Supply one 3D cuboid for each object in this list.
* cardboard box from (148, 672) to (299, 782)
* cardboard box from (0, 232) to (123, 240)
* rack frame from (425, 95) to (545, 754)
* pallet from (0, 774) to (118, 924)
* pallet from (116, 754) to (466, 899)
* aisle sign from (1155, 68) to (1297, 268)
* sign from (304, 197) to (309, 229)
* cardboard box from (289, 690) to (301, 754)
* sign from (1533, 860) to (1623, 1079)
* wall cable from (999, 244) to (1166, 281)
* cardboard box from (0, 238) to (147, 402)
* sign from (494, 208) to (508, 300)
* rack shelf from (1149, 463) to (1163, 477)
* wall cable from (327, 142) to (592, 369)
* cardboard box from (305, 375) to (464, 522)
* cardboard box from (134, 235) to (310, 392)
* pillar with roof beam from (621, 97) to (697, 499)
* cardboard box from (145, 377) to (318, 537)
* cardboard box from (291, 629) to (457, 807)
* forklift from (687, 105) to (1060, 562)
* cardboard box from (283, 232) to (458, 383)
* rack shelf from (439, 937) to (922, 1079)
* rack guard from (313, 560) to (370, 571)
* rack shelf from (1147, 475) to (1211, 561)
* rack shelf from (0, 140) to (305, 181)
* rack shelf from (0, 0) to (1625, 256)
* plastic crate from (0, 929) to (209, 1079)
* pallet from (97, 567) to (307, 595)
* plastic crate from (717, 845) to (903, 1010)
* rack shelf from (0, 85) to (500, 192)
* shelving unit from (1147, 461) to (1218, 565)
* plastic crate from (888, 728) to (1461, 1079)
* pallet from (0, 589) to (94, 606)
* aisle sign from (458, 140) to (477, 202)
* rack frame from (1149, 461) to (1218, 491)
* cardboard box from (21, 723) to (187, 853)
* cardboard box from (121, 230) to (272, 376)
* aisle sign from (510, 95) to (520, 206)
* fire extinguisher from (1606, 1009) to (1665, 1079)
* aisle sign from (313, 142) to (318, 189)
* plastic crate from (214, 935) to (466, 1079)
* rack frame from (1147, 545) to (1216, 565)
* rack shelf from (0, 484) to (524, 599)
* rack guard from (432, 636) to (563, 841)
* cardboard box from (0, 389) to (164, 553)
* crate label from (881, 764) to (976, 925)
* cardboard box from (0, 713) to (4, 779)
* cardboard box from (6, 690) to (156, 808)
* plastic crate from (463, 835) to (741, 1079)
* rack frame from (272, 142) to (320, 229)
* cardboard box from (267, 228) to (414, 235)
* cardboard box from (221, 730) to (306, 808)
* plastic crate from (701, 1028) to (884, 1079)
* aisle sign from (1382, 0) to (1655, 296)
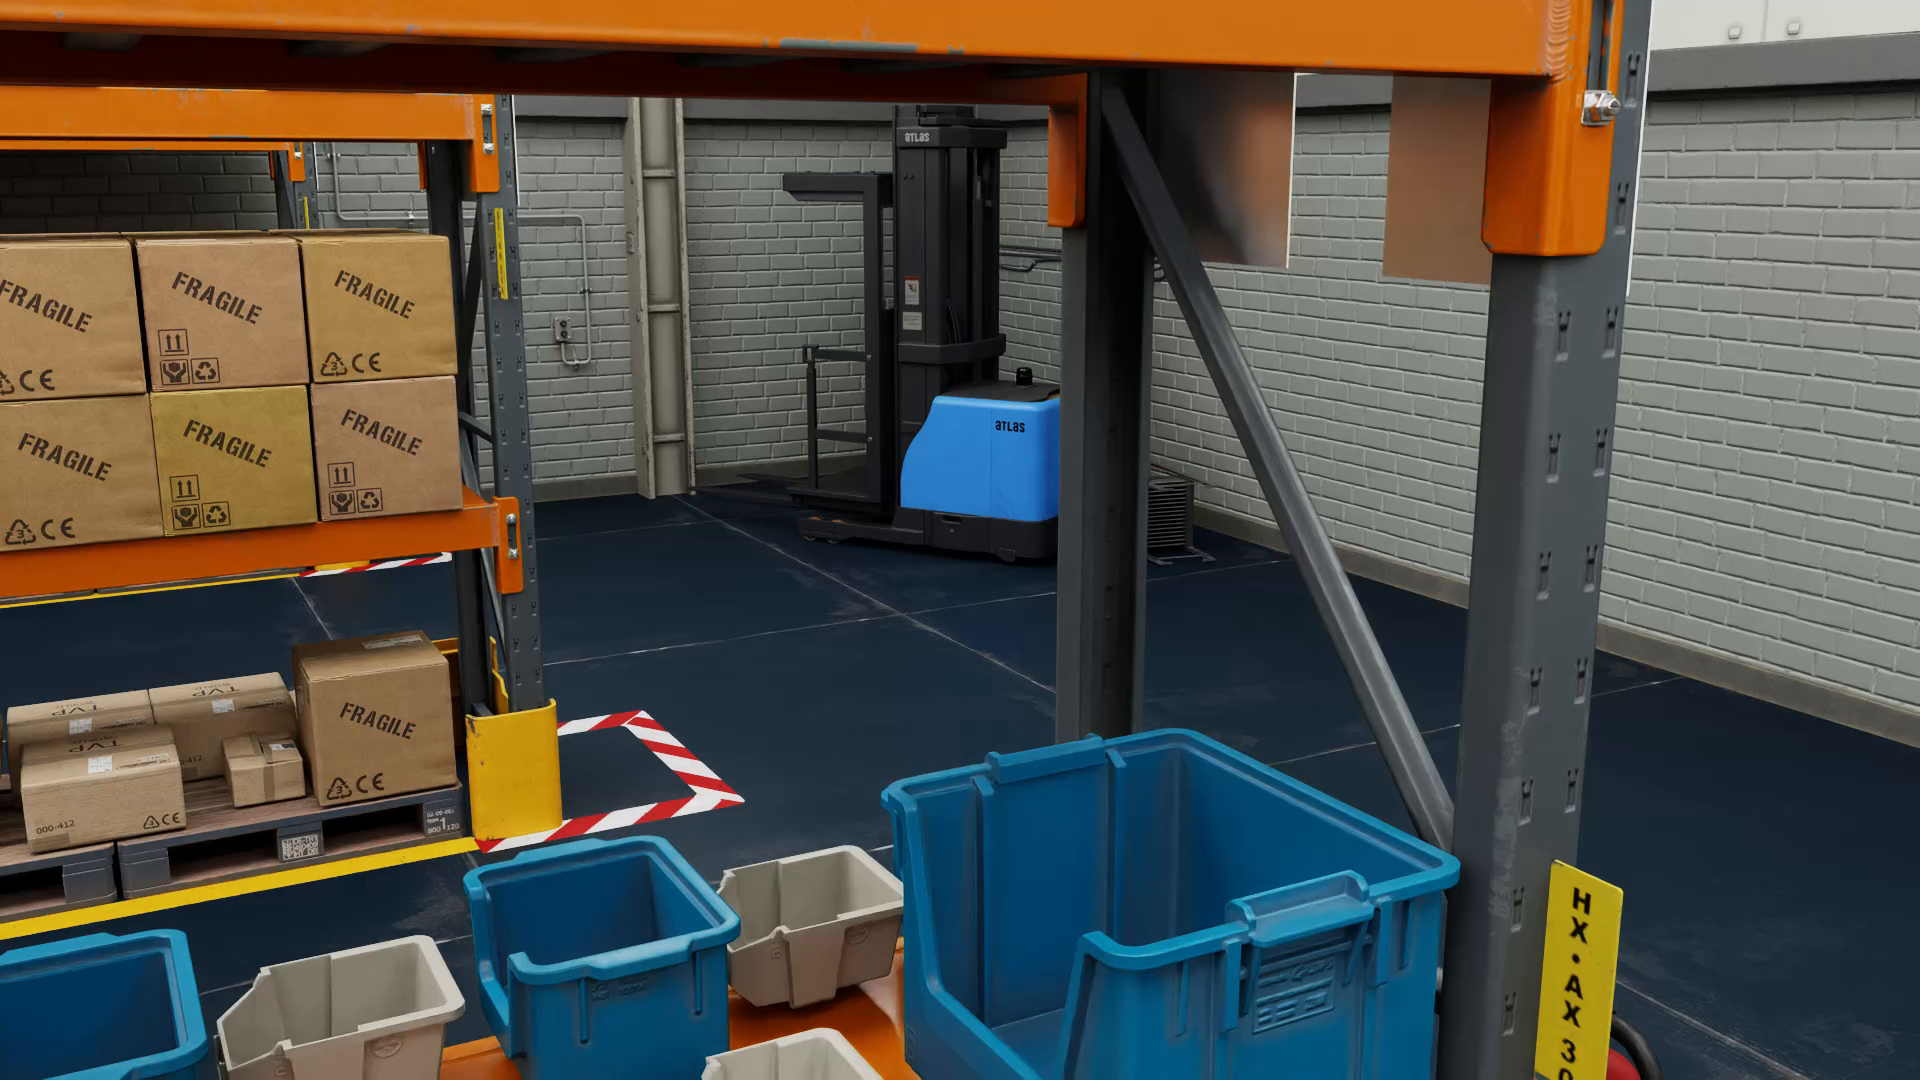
[{"bbox_3d":[-2.970,0.750,6.704,0.500,0.250,0.500,-7,14,-28],"label":"cardboard box"},{"bbox_3d":[-3.331,-0.864,6.113,0.500,0.500,0.500,-7,14,-27],"label":"cardboard box"},{"bbox_3d":[-1.918,-0.432,6.696,0.127,3.000,1.000,-7,14,-28],"label":"rack frame"},{"bbox_3d":[-3.754,1.148,6.027,1.213,0.211,1.003,-7,14,-28],"label":"pallet"},{"bbox_3d":[-2.684,1.021,6.593,1.213,0.211,1.003,-7,14,-28],"label":"pallet"},{"bbox_3d":[0.373,-0.810,2.455,0.004,0.787,0.394,-7,14,-28],"label":"aisle sign"},{"bbox_3d":[-4.047,-1.960,10.312,0.005,0.325,0.100,-7,14,-28],"label":"sign"},{"bbox_3d":[-2.670,0.740,6.940,0.250,0.166,0.380,-7,14,-28],"label":"cardboard box"},{"bbox_3d":[0.730,0.548,1.971,0.005,0.325,0.100,-7,14,-28],"label":"sign"},{"bbox_3d":[0.841,-3.324,12.956,0.112,2.526,3.097,-7,14,-28],"label":"wall cable"},{"bbox_3d":[-3.073,-0.760,5.648,0.500,0.500,0.500,-6,14,-26],"label":"cardboard box"},{"bbox_3d":[-1.670,-1.042,6.049,0.005,0.325,0.100,-7,14,-28],"label":"sign"},{"bbox_3d":[1.156,-0.302,11.760,0.431,0.480,0.518,-4,13,-18],"label":"rack shelf"},{"bbox_3d":[-3.624,-2.199,12.233,1.851,1.984,0.084,-7,14,-28],"label":"wall cable"},{"bbox_3d":[-2.181,-0.381,6.242,0.500,0.500,0.500,-6,14,-26],"label":"cardboard box"},{"bbox_3d":[-2.620,-0.815,5.895,0.500,0.500,0.500,-6,14,-26],"label":"cardboard box"},{"bbox_3d":[-0.277,-3.934,8.594,0.400,9.000,9.100,-7,14,-28],"label":"pillar with roof beam"},{"bbox_3d":[-2.635,-0.326,5.997,0.500,0.500,0.500,-7,14,-27],"label":"cardboard box"},{"bbox_3d":[-2.277,0.678,6.457,0.500,0.500,0.500,-7,14,-28],"label":"cardboard box"},{"bbox_3d":[-0.541,-1.497,11.587,3.031,2.935,1.130,7,15,29],"label":"forklift"},{"bbox_3d":[-2.177,-0.869,6.131,0.500,0.500,0.500,-7,14,-28],"label":"cardboard box"},{"bbox_3d":[-1.304,1.085,1.596,4.000,0.370,1.077,-7,14,-28],"label":"rack shelf"},{"bbox_3d":[-4.274,-0.169,11.222,0.348,0.500,1.175,-7,14,-28],"label":"rack guard"},{"bbox_3d":[1.380,-0.163,11.112,0.431,0.480,0.518,-4,13,-18],"label":"rack shelf"},{"bbox_3d":[-6.051,-2.288,9.751,4.000,0.370,1.077,-7,14,-28],"label":"rack shelf"},{"bbox_3d":[-1.304,-0.379,1.267,4.000,0.370,1.077,-7,14,-28],"label":"rack shelf"},{"bbox_3d":[-1.078,0.677,2.015,0.300,0.233,0.416,-7,14,-28],"label":"plastic crate"},{"bbox_3d":[-4.959,0.074,10.801,1.213,0.211,1.003,-7,14,-28],"label":"pallet"},{"bbox_3d":[-0.244,0.603,2.562,0.298,0.136,0.250,-7,14,-28],"label":"plastic crate"},{"bbox_3d":[-3.674,-1.334,5.510,4.000,0.370,1.077,-7,14,-28],"label":"rack shelf"},{"bbox_3d":[1.151,-0.305,11.773,0.431,0.503,2.100,-4,13,-18],"label":"shelving unit"},{"bbox_3d":[0.247,0.548,2.125,0.499,0.435,0.616,-7,14,-28],"label":"plastic crate"},{"bbox_3d":[-6.029,0.201,10.235,1.213,0.211,1.003,-7,14,-28],"label":"pallet"},{"bbox_3d":[-1.999,-1.764,6.694,0.004,0.787,0.394,-7,14,-28],"label":"aisle sign"},{"bbox_3d":[1.151,-0.543,11.721,0.400,0.015,2.100,-4,13,-18],"label":"rack frame"},{"bbox_3d":[-3.126,0.894,6.066,0.500,0.250,0.500,-7,14,-28],"label":"cardboard box"},{"bbox_3d":[-2.889,-0.916,6.342,0.500,0.500,0.500,-7,14,-27],"label":"cardboard box"},{"bbox_3d":[-1.712,-1.648,6.180,0.004,0.787,0.394,-7,14,-28],"label":"aisle sign"},{"bbox_3d":[0.802,0.815,2.183,0.183,0.674,0.296,-7,14,-28],"label":"fire extinguisher"},{"bbox_3d":[-4.088,-2.604,10.427,0.004,0.787,0.394,-7,14,-28],"label":"aisle sign"},{"bbox_3d":[-0.839,0.674,2.245,0.298,0.136,0.250,-7,14,-28],"label":"plastic crate"},{"bbox_3d":[1.152,-0.066,11.824,0.400,0.015,2.100,-4,13,-18],"label":"rack frame"},{"bbox_3d":[-3.674,0.130,5.840,4.000,0.370,1.077,-7,14,-28],"label":"rack shelf"},{"bbox_3d":[-1.985,0.796,6.935,0.348,0.500,1.175,-7,14,-28],"label":"rack guard"},{"bbox_3d":[-3.075,-0.274,5.768,0.500,0.500,0.500,-7,14,-27],"label":"cardboard box"},{"bbox_3d":[0.077,0.538,2.631,0.303,0.233,0.416,-7,14,-28],"label":"crate label"},{"bbox_3d":[-3.783,0.794,5.934,0.637,0.503,0.797,-7,14,-28],"label":"cardboard box"},{"bbox_3d":[-3.409,0.803,6.471,0.500,0.250,0.500,-7,14,-28],"label":"cardboard box"},{"bbox_3d":[-0.500,0.607,2.323,0.300,0.233,0.416,-7,14,-28],"label":"plastic crate"},{"bbox_3d":[-4.295,-1.386,10.936,0.127,3.000,1.000,-7,14,-28],"label":"rack frame"},{"bbox_3d":[-2.434,-0.972,6.593,0.500,0.500,0.500,-6,14,-26],"label":"cardboard box"},{"bbox_3d":[-2.676,0.866,6.381,0.250,0.166,0.380,-7,14,-28],"label":"cardboard box"},{"bbox_3d":[-0.177,0.743,1.938,0.243,0.136,0.396,-7,14,-28],"label":"plastic crate"},{"bbox_3d":[0.655,-0.696,1.950,0.004,0.787,0.394,-7,14,-28],"label":"aisle sign"}]
